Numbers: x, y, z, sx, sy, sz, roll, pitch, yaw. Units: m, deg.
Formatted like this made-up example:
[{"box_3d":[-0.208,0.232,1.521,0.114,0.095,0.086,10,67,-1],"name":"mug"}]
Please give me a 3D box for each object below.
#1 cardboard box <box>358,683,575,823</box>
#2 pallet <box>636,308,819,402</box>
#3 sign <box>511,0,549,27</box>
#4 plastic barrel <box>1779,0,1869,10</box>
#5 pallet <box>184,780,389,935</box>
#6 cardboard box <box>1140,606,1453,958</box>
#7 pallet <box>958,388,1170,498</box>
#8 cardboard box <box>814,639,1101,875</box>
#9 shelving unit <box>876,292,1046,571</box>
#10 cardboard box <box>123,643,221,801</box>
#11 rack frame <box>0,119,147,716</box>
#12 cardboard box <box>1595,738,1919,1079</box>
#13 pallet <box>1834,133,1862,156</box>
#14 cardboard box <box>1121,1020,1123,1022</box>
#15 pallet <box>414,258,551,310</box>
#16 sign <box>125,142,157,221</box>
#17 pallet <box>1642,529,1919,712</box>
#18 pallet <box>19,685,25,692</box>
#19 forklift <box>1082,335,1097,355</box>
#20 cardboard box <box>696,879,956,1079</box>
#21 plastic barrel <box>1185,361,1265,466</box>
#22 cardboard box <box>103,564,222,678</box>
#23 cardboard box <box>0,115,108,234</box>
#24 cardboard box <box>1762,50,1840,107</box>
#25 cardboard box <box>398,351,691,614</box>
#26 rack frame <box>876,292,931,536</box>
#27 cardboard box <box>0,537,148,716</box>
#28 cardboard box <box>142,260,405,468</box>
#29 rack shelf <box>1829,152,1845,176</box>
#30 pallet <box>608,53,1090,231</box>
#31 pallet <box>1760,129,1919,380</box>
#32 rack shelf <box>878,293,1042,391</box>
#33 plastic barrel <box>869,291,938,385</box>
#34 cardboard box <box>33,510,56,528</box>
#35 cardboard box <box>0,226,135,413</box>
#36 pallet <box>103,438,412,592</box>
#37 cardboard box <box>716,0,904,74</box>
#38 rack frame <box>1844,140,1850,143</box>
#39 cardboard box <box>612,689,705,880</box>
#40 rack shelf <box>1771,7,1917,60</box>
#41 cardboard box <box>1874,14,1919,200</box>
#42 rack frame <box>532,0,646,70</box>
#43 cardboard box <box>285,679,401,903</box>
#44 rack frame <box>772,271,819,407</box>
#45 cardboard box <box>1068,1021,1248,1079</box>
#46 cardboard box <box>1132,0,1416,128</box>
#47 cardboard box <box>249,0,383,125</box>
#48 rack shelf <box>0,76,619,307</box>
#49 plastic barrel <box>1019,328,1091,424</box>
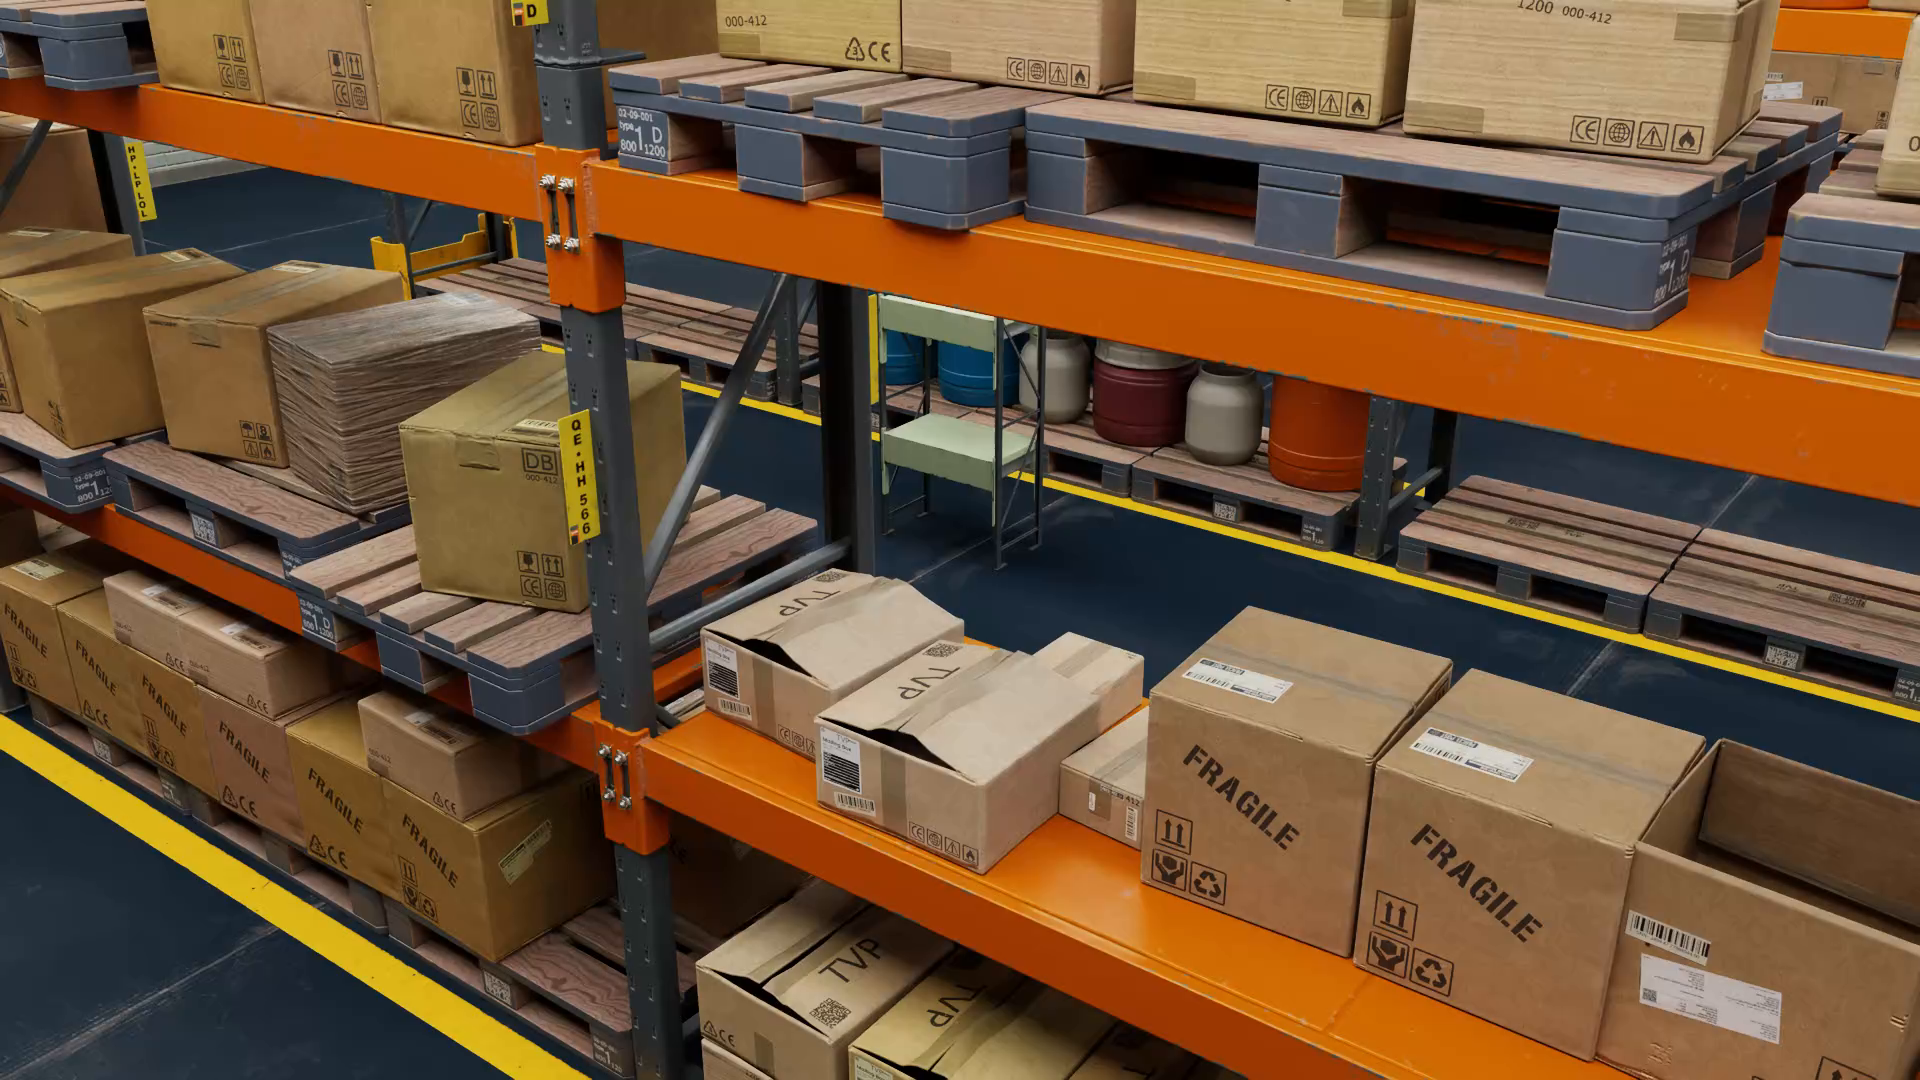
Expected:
[{"box_3d":[-1.539,0.602,5.288,0.500,0.250,0.500,18,30,35],"name":"cardboard box"},{"box_3d":[-1.441,-1.289,11.413,1.213,0.211,1.003,17,29,33],"name":"pallet"},{"box_3d":[-0.929,-1.270,3.550,0.005,0.325,0.100,17,29,33],"name":"sign"},{"box_3d":[3.422,-2.575,6.620,0.708,0.830,0.600,17,29,33],"name":"plastic barrel"},{"box_3d":[-2.149,0.953,6.325,1.213,0.211,1.003,17,29,33],"name":"pallet"},{"box_3d":[0.750,0.520,3.726,0.500,0.500,0.500,15,28,31],"name":"cardboard box"},{"box_3d":[0.744,-0.628,9.914,1.213,0.211,1.003,17,29,33],"name":"pallet"},{"box_3d":[-0.003,0.485,4.040,0.500,0.311,0.500,16,29,33],"name":"cardboard box"},{"box_3d":[0.005,-0.685,8.444,0.755,1.500,0.431,17,29,33],"name":"shelving unit"},{"box_3d":[-2.733,0.585,6.257,0.500,0.500,0.500,17,29,34],"name":"cardboard box"},{"box_3d":[-3.803,-0.802,6.850,0.127,3.000,1.000,17,29,33],"name":"rack frame"},{"box_3d":[1.572,0.768,3.162,0.500,0.500,0.500,19,30,37],"name":"cardboard box"},{"box_3d":[5.976,-2.804,11.632,1.003,0.211,1.213,17,29,33],"name":"pallet"},{"box_3d":[0.384,1.145,4.624,0.500,0.311,0.500,16,29,33],"name":"cardboard box"},{"box_3d":[-3.393,-1.879,12.752,1.213,0.211,1.003,17,29,33],"name":"pallet"},{"box_3d":[-3.473,-1.512,7.025,0.005,0.325,0.100,17,29,33],"name":"sign"},{"box_3d":[3.940,0.339,7.719,1.213,0.211,1.003,17,29,33],"name":"pallet"},{"box_3d":[-4.352,0.308,7.790,1.213,0.211,1.003,17,29,33],"name":"pallet"},{"box_3d":[0.970,-2.806,11.483,3.031,2.935,1.130,2,24,4],"name":"forklift"},{"box_3d":[-0.359,1.196,4.509,0.500,0.311,0.500,18,29,35],"name":"cardboard box"},{"box_3d":[1.464,-0.706,9.197,0.421,0.512,0.421,0,24,0],"name":"plastic barrel"},{"box_3d":[-2.762,0.235,6.122,0.500,0.250,0.500,17,29,33],"name":"cardboard box"},{"box_3d":[-4.011,-1.510,7.093,0.500,0.500,0.500,18,29,35],"name":"cardboard box"},{"box_3d":[5.798,-3.150,11.535,0.500,0.500,0.500,13,27,27],"name":"cardboard box"},{"box_3d":[-1.174,-0.189,4.813,0.500,0.500,0.700,7,25,16],"name":"cardboard box"},{"box_3d":[-0.287,-0.773,8.645,0.023,1.500,0.400,17,29,33],"name":"rack frame"},{"box_3d":[-3.562,0.336,6.822,0.500,0.500,0.500,15,28,31],"name":"cardboard box"},{"box_3d":[-2.352,-0.633,5.821,0.500,0.500,0.700,9,25,20],"name":"cardboard box"},{"box_3d":[6.942,-2.217,10.954,4.000,0.370,1.077,17,29,33],"name":"rack shelf"},{"box_3d":[-0.006,-0.986,3.781,1.003,0.211,1.213,18,30,36],"name":"pallet"},{"box_3d":[1.885,-0.362,2.368,1.217,0.209,0.805,16,28,31],"name":"pallet"},{"box_3d":[0.005,-1.042,8.287,0.720,0.370,0.431,17,29,33],"name":"rack shelf"},{"box_3d":[-0.404,-1.494,10.503,0.708,0.901,0.600,17,29,33],"name":"plastic barrel"},{"box_3d":[-4.707,-0.084,8.189,0.250,0.166,0.380,17,29,33],"name":"cardboard box"},{"box_3d":[-3.558,-0.853,6.322,0.500,0.500,0.700,7,25,16],"name":"cardboard box"},{"box_3d":[-2.161,-0.216,5.758,1.213,0.211,1.003,17,29,33],"name":"pallet"},{"box_3d":[-0.205,-1.239,3.788,0.500,0.250,0.500,14,28,29],"name":"cardboard box"},{"box_3d":[8.398,-4.606,15.483,0.127,3.000,1.000,17,29,33],"name":"rack frame"},{"box_3d":[-1.217,0.781,5.813,0.500,0.500,0.500,16,28,31],"name":"cardboard box"},{"box_3d":[3.972,-1.992,6.723,4.000,0.370,1.077,17,29,33],"name":"rack shelf"},{"box_3d":[1.670,-0.648,2.445,0.500,0.250,0.500,14,27,28],"name":"cardboard box"},{"box_3d":[-0.602,-2.580,3.445,0.127,3.000,1.000,17,29,33],"name":"rack frame"},{"box_3d":[-1.905,0.832,5.696,0.500,0.500,0.500,16,28,31],"name":"cardboard box"},{"box_3d":[-0.829,-2.399,10.475,0.127,3.000,1.000,17,29,33],"name":"rack frame"},{"box_3d":[0.473,1.444,3.945,0.500,0.311,0.500,16,28,32],"name":"cardboard box"},{"box_3d":[0.676,-0.977,3.191,0.500,0.250,0.500,16,28,32],"name":"cardboard box"},{"box_3d":[-1.380,-1.471,4.525,0.500,0.500,0.910,17,29,33],"name":"cardboard box"},{"box_3d":[-2.203,-1.362,5.293,4.000,0.370,1.077,17,29,33],"name":"rack shelf"},{"box_3d":[0.561,-0.979,9.817,0.421,0.512,0.421,0,24,0],"name":"plastic barrel"}]
